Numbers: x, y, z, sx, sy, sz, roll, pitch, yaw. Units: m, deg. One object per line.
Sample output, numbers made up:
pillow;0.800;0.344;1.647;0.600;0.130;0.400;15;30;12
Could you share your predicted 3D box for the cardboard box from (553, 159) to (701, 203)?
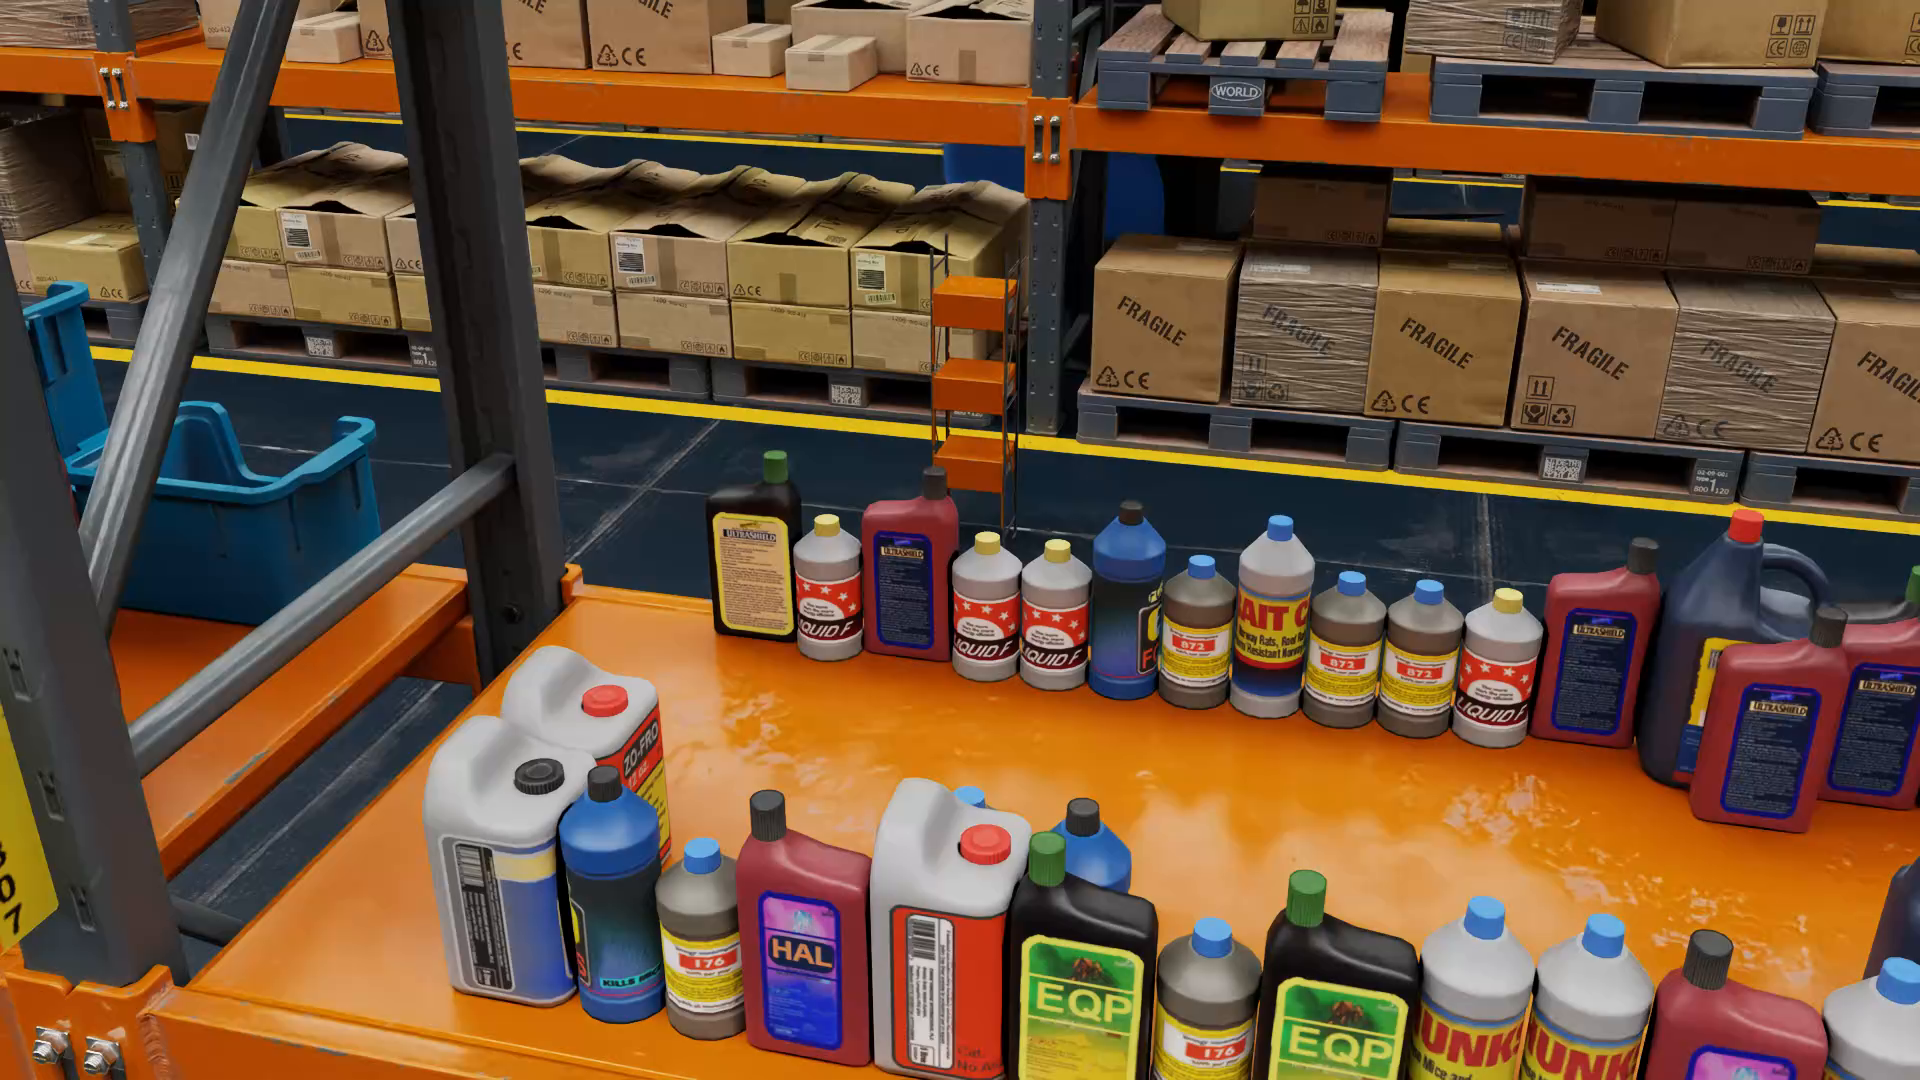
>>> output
cardboard box;-1.490;-1.518;7.506;0.500;0.311;0.500;6;26;12

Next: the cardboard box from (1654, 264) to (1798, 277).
cardboard box;2.911;-0.879;6.503;0.500;0.500;0.500;7;26;14

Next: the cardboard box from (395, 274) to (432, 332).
cardboard box;-2.102;-1.096;7.272;0.500;0.250;0.500;6;26;11

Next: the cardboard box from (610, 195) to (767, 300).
cardboard box;-1.115;-1.238;6.919;0.500;0.311;0.500;6;26;13

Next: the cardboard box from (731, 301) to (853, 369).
cardboard box;-0.624;-0.932;6.928;0.500;0.250;0.500;6;26;12

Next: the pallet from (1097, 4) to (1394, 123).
pallet;1.120;-1.845;6.359;1.003;0.211;1.213;6;26;13

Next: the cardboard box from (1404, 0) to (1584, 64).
cardboard box;1.922;-2.012;5.882;0.500;0.500;0.700;11;28;23

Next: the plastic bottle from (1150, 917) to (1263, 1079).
plastic bottle;0.230;0.445;1.557;0.097;0.201;0.097;0;25;0

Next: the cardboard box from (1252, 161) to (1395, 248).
cardboard box;1.466;-1.377;6.677;0.500;0.250;0.500;7;26;15

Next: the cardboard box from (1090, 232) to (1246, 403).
cardboard box;0.816;-0.877;6.500;0.500;0.500;0.500;7;26;15

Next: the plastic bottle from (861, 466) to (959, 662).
plastic bottle;-0.070;0.030;2.334;0.133;0.283;0.061;6;26;13

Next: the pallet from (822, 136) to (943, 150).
pallet;-0.258;-2.995;11.794;1.213;0.211;1.003;6;26;13

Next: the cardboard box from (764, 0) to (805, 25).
cardboard box;-1.053;-3.757;11.676;0.500;0.250;0.500;6;26;12

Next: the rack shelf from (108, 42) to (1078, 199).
rack shelf;-1.491;-1.864;7.013;4.000;0.370;1.077;6;26;13

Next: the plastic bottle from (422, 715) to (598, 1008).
plastic bottle;-0.452;0.324;1.725;0.135;0.276;0.152;6;26;13

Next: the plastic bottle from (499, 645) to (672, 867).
plastic bottle;-0.415;0.260;1.858;0.135;0.276;0.152;6;26;13

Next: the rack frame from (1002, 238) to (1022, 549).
rack frame;0.170;-0.455;5.485;0.008;1.050;0.200;6;26;13

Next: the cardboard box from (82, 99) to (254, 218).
cardboard box;-3.799;-1.870;8.026;0.500;0.500;0.500;6;26;13

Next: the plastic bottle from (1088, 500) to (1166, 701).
plastic bottle;0.226;0.076;2.251;0.097;0.271;0.097;0;25;0

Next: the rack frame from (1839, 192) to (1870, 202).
rack frame;5.550;-3.610;9.842;0.127;3.000;1.000;6;26;13

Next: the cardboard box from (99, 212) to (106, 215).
cardboard box;-4.284;-1.583;8.296;0.500;0.250;0.500;6;26;13

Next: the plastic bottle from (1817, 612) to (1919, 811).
plastic bottle;1.107;0.187;2.004;0.133;0.283;0.061;6;26;13

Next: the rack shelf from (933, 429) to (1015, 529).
rack shelf;0.052;-0.208;5.636;0.240;0.259;0.215;6;26;13

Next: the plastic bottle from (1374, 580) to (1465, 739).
plastic bottle;0.603;0.149;2.178;0.097;0.201;0.097;0;25;0

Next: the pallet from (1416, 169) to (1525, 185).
pallet;3.599;-2.532;10.822;1.213;0.211;1.003;6;26;13

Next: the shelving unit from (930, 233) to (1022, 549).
shelving unit;0.052;-0.468;5.512;0.252;1.050;0.215;6;26;13

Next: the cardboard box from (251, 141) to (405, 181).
cardboard box;-2.964;-1.681;7.848;0.500;0.311;0.500;6;26;13

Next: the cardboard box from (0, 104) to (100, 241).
cardboard box;-4.413;-1.707;7.684;0.500;0.500;0.500;6;26;13

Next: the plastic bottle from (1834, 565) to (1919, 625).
plastic bottle;1.122;0.161;2.057;0.133;0.283;0.061;6;26;13

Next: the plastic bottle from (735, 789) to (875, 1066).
plastic bottle;-0.145;0.374;1.610;0.133;0.283;0.061;6;26;13

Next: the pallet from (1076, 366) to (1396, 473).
pallet;1.160;-0.620;6.808;1.213;0.211;1.003;6;26;13

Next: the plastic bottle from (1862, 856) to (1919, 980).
plastic bottle;0.952;0.379;1.521;0.185;0.351;0.144;6;26;13

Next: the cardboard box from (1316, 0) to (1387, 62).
cardboard box;2.356;-3.123;10.833;0.750;0.750;0.750;6;26;12

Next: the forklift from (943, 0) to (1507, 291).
forklift;1.427;-2.733;8.081;3.031;2.935;1.130;-1;25;-2

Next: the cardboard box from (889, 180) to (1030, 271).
cardboard box;0.012;-1.355;7.164;0.500;0.311;0.500;7;26;15

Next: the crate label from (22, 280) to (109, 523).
crate label;-1.686;-0.148;2.531;0.616;0.435;0.502;6;26;13

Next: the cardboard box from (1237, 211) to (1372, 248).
cardboard box;1.411;-1.043;6.847;0.500;0.500;0.500;7;26;15

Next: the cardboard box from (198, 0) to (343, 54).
cardboard box;-2.940;-2.301;7.268;0.500;0.250;0.500;8;27;16

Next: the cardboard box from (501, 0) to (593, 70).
cardboard box;-1.693;-2.249;6.869;0.500;0.500;0.500;6;26;13

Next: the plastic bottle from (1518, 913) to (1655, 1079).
plastic bottle;0.548;0.448;1.468;0.097;0.271;0.097;0;25;0

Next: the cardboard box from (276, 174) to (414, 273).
cardboard box;-2.606;-1.401;7.261;0.500;0.311;0.500;6;26;12

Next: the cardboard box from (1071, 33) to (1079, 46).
cardboard box;0.966;-3.163;11.301;0.500;0.500;0.700;7;26;14

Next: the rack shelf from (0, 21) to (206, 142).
rack shelf;-5.365;-2.293;7.913;4.000;0.370;1.077;6;26;13

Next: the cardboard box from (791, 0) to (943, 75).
cardboard box;-0.372;-2.111;6.799;0.500;0.311;0.500;6;26;12

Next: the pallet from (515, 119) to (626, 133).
pallet;-2.857;-3.264;12.361;1.213;0.211;1.003;6;26;13

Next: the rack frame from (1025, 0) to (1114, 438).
rack frame;0.446;-1.975;6.409;0.127;3.000;1.000;6;26;13

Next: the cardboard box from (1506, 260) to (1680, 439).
cardboard box;2.316;-0.714;6.157;0.500;0.500;0.500;5;26;11

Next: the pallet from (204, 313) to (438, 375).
pallet;-2.704;-1.082;7.776;1.213;0.211;1.003;6;26;13
